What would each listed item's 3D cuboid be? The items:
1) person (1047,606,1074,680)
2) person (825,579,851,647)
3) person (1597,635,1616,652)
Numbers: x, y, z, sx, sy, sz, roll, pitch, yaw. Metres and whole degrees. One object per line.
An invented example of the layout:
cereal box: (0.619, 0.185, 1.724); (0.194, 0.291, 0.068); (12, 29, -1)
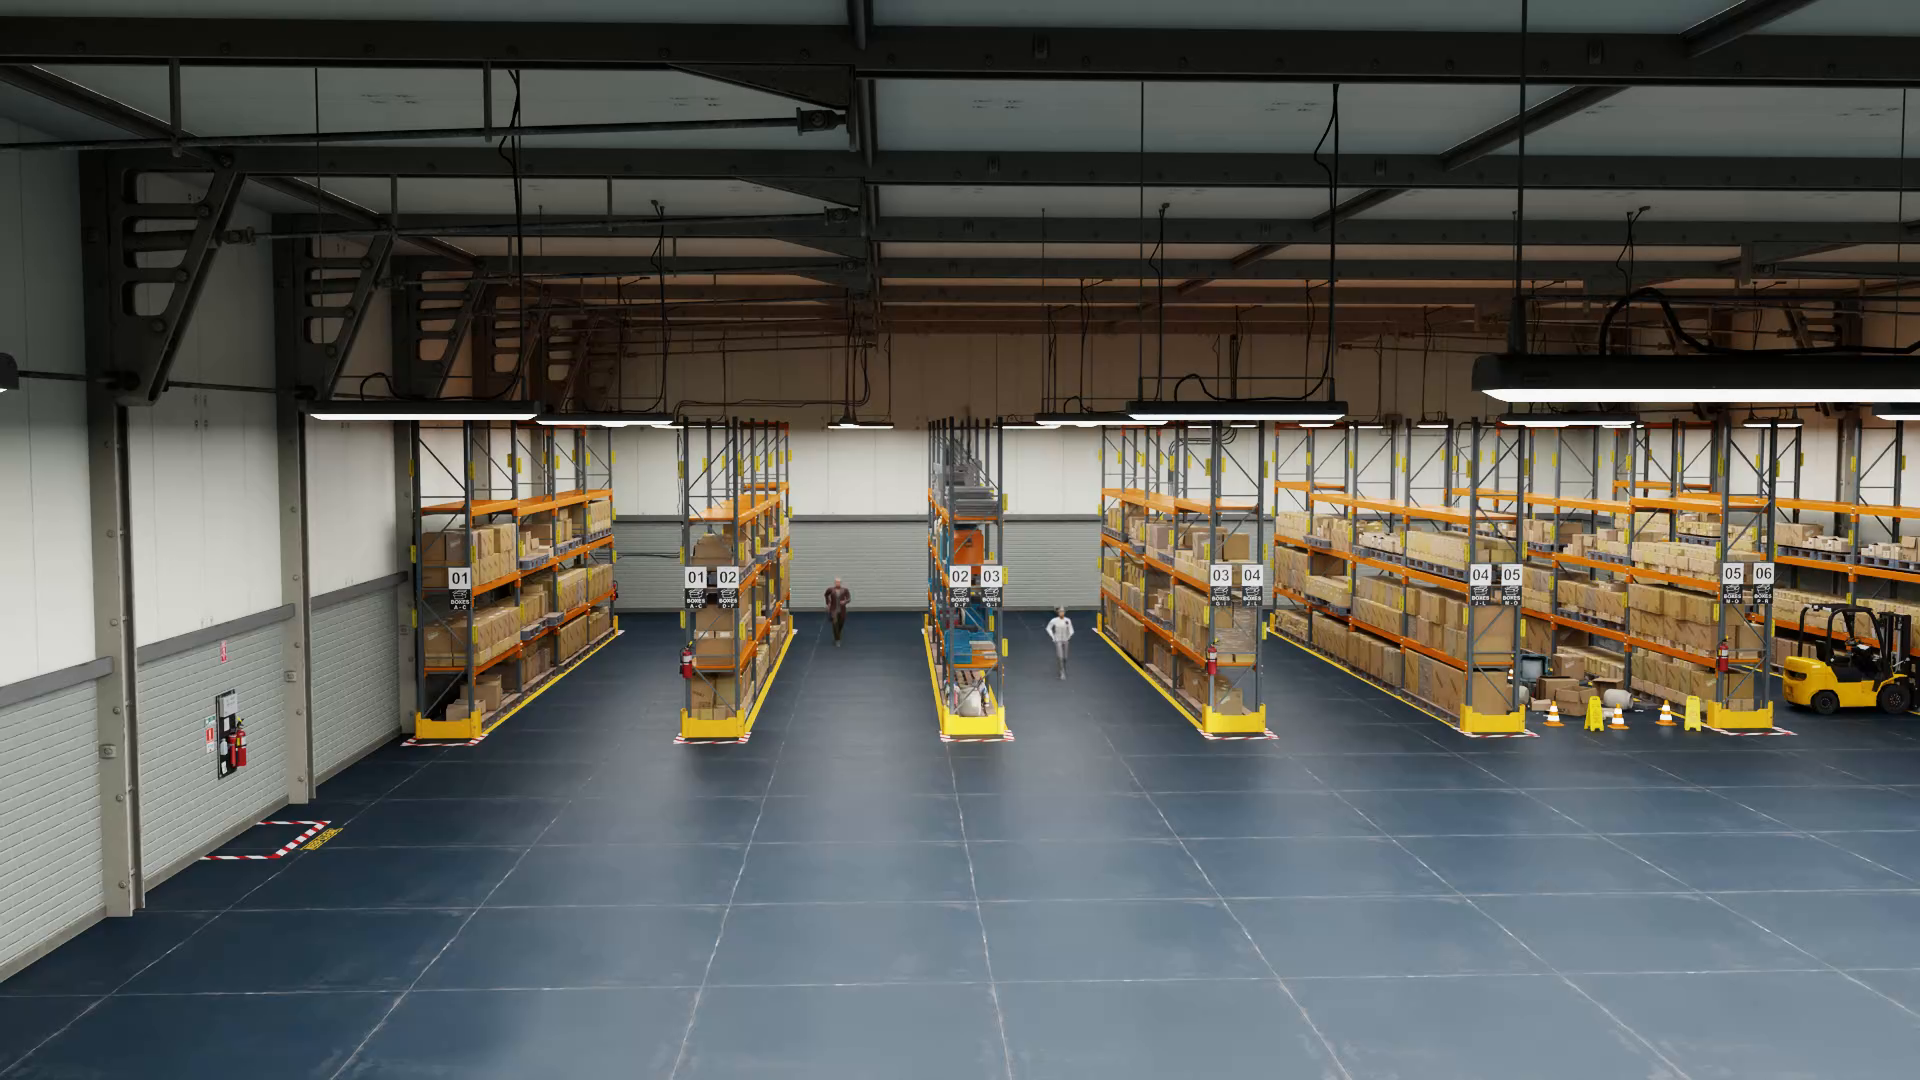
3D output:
person: (2.341, 2.363, 38.682); (0.624, 1.692, 0.728); (-1, 4, -9)
person: (-3.269, 1.934, 44.729); (0.669, 1.814, 1.188); (-1, 4, -14)
person: (16.231, 2.166, 41.684); (0.555, 1.746, 0.686); (0, 4, -7)
